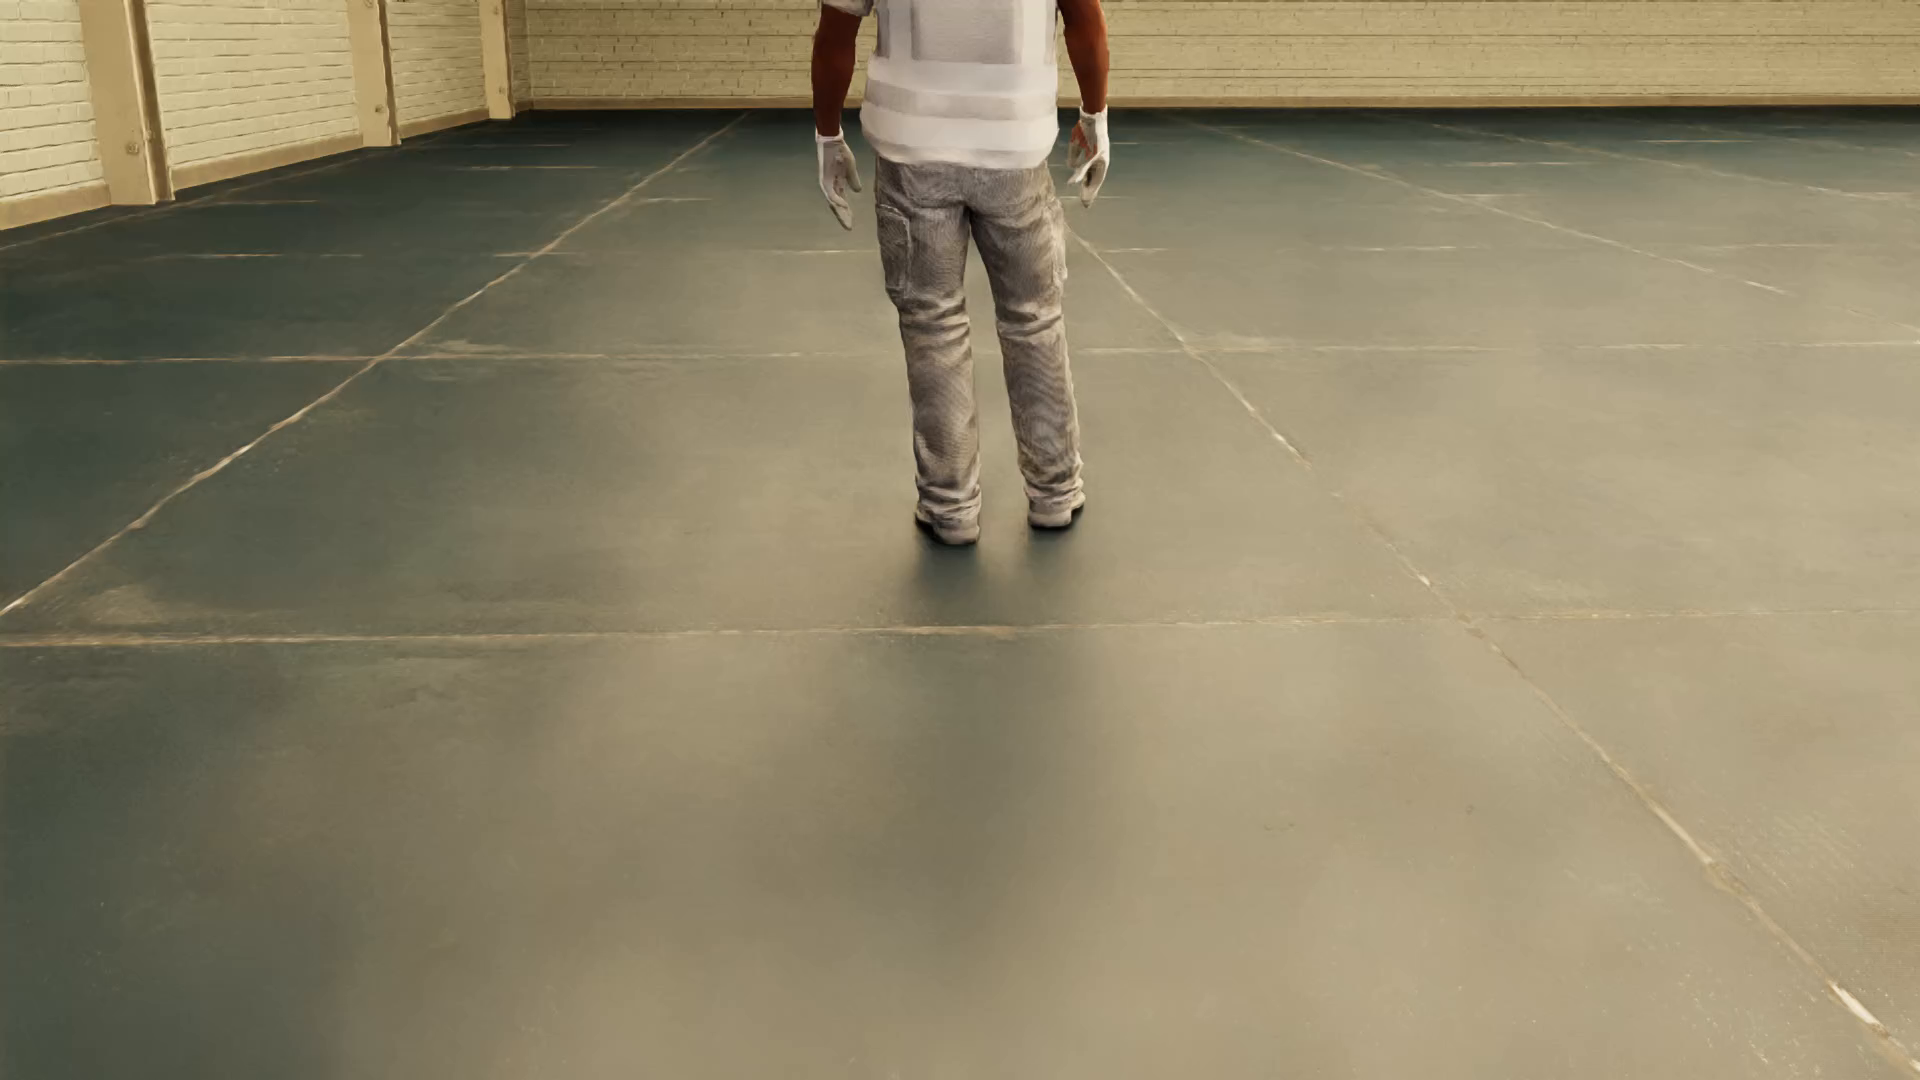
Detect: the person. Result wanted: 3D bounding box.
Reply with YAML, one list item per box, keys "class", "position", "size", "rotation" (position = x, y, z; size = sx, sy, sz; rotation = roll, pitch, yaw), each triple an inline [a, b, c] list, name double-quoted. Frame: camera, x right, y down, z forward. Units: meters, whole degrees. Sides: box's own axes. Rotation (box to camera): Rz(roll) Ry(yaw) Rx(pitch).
- class: "person"
  position: [0.004, -0.883, 3.733]
  size: [0.655, 1.782, 0.558]
  rotation: [-1, 17, -3]
